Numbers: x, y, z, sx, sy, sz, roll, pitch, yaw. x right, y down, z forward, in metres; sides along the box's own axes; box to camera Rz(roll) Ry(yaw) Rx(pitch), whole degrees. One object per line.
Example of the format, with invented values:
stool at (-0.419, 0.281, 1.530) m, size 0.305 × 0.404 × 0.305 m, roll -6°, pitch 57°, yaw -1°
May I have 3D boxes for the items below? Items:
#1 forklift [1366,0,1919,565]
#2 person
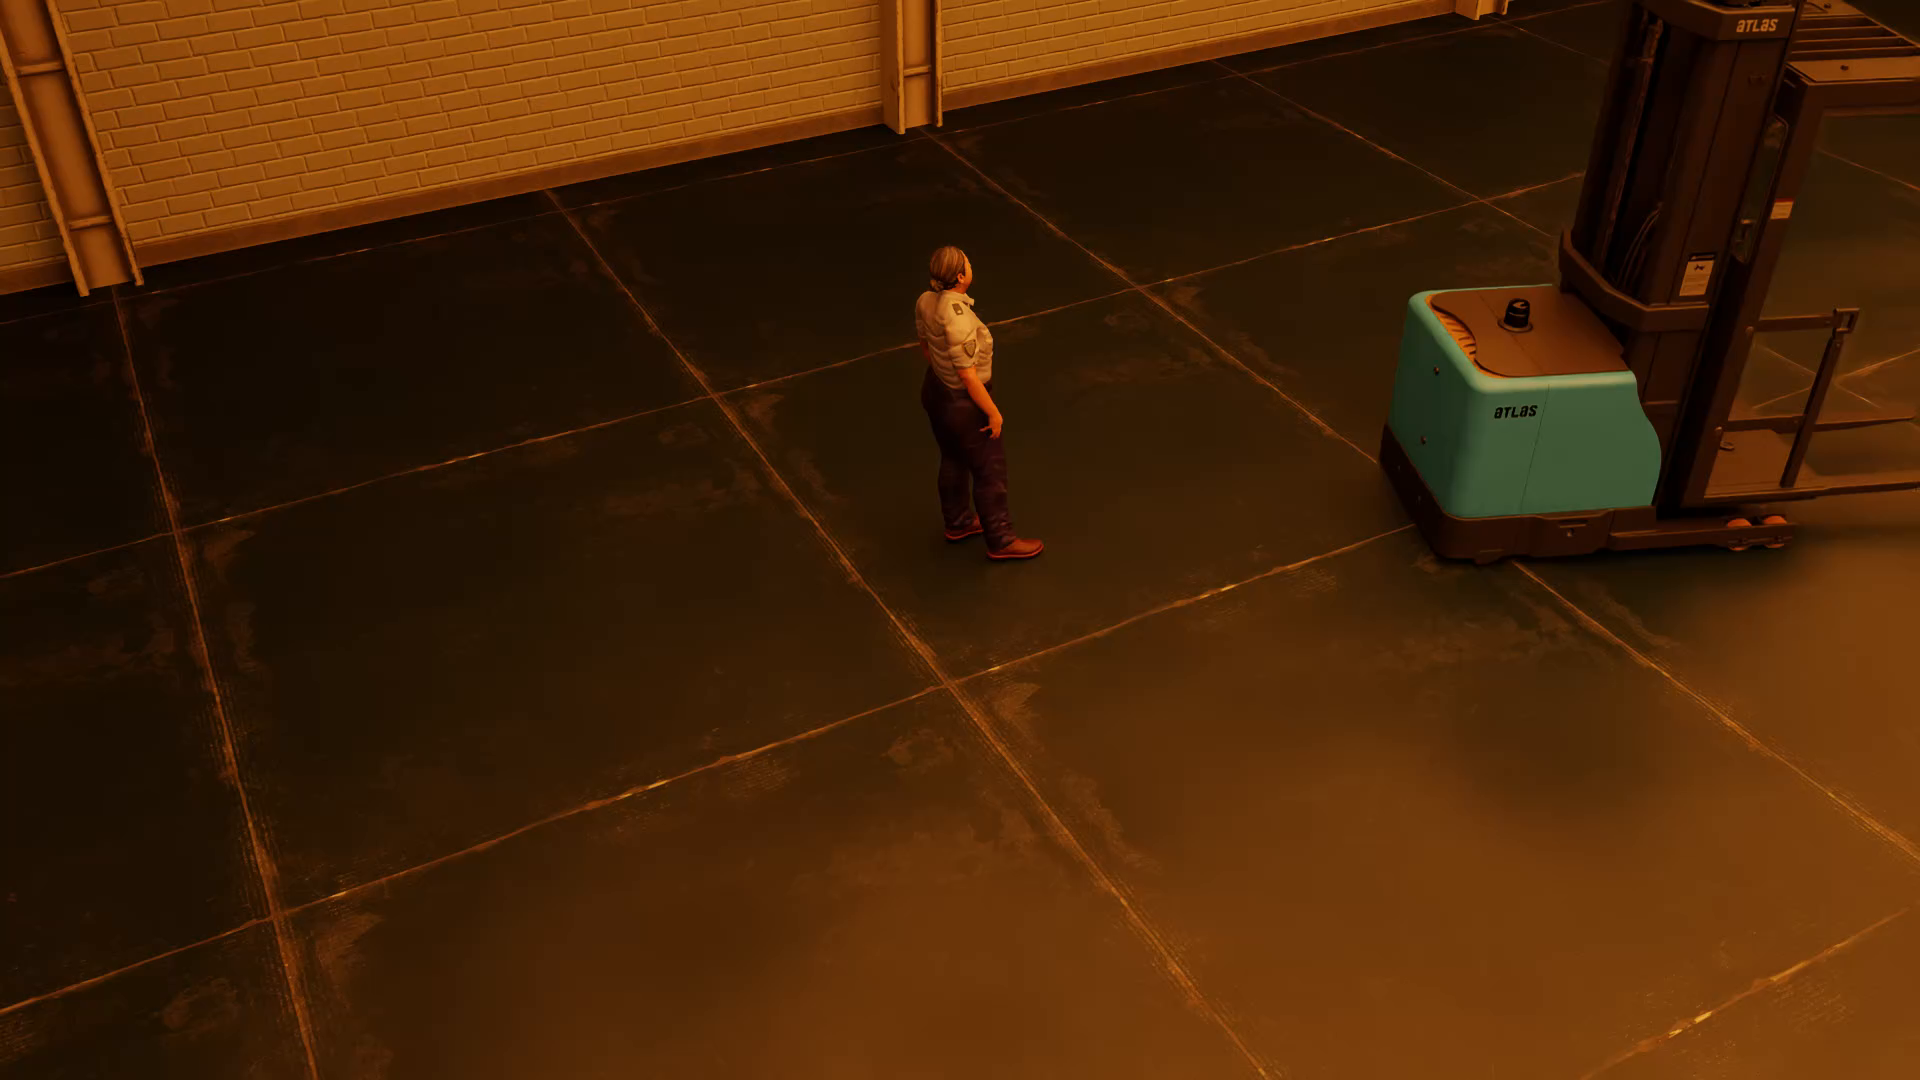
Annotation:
forklift at (3.790, -1.436, 8.154) m, size 3.031 × 2.935 × 1.130 m, roll -4°, pitch 35°, yaw -6°
person at (0.091, -0.687, 8.203) m, size 0.502 × 1.641 × 0.598 m, roll -17°, pitch 39°, yaw -23°
